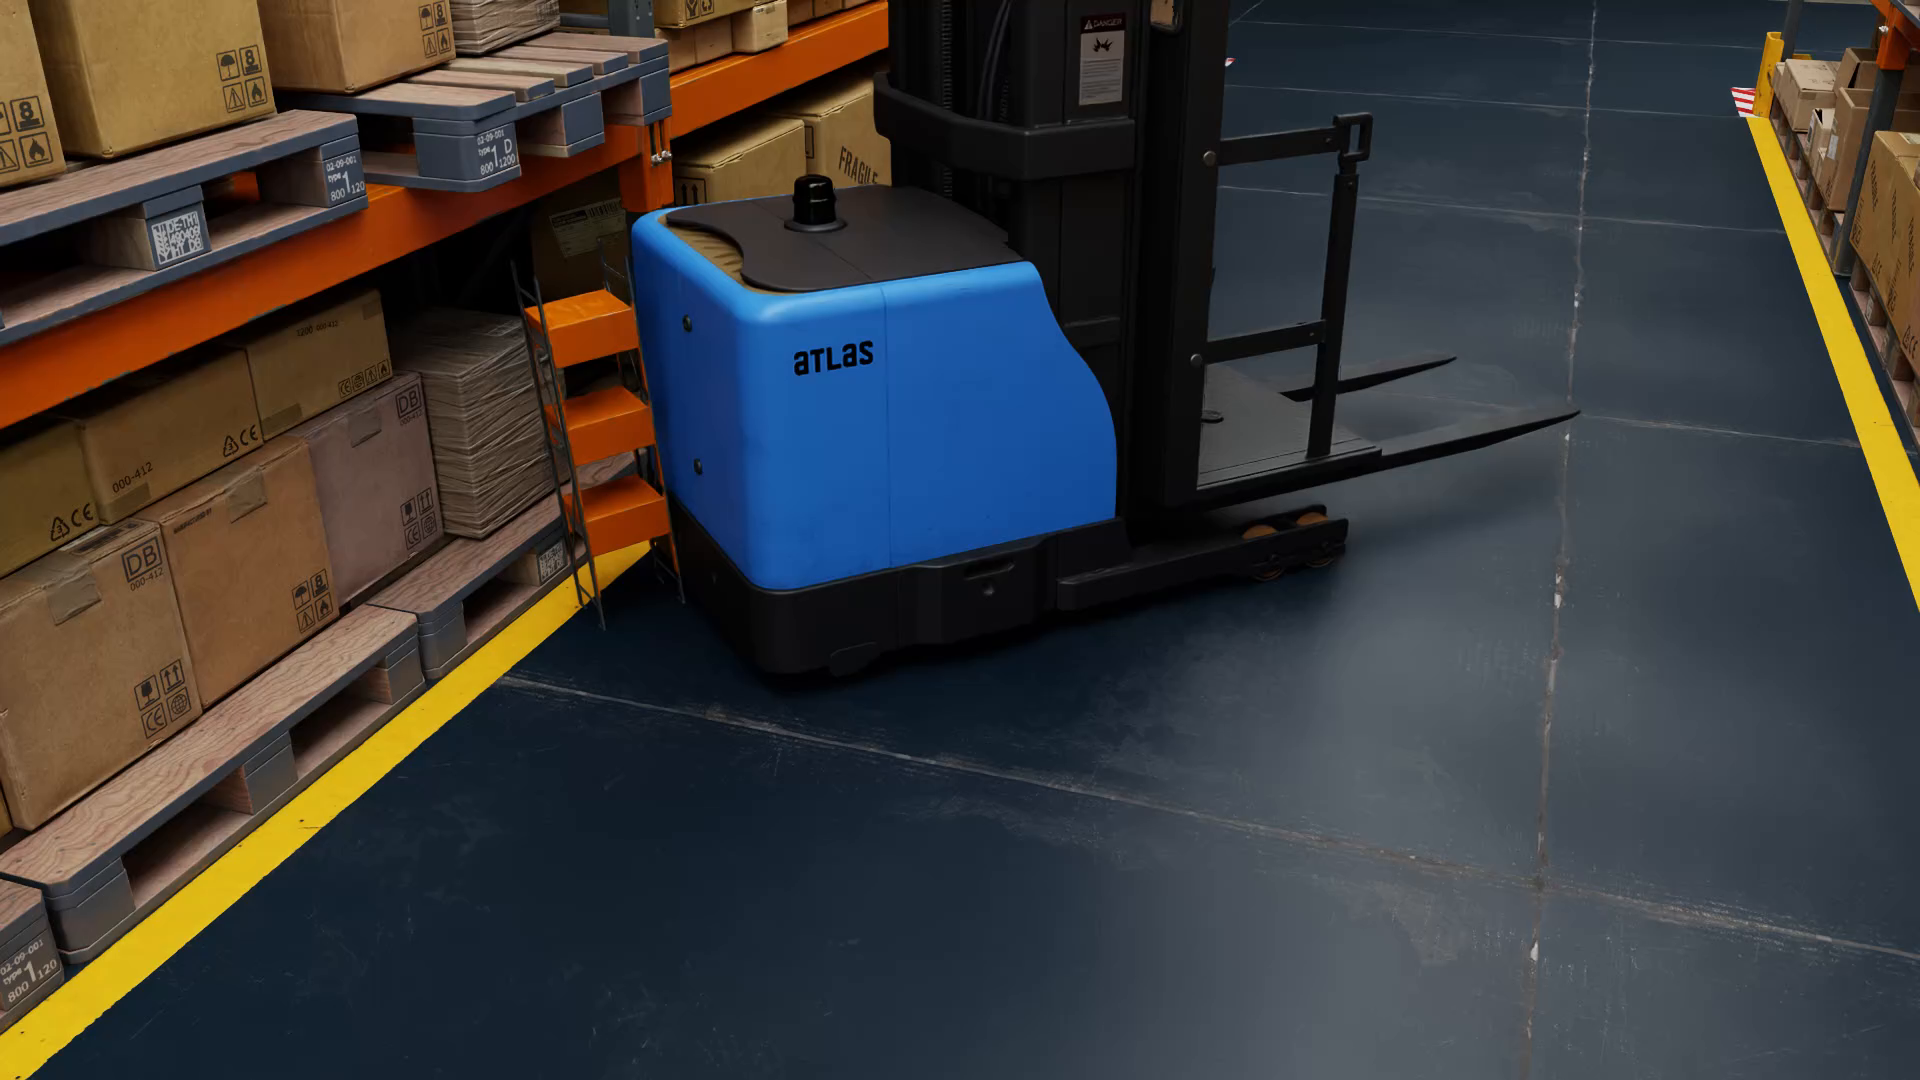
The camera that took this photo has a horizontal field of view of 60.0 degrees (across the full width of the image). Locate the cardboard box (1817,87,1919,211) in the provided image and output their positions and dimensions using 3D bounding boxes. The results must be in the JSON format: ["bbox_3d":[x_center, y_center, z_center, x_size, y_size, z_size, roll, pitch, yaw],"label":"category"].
[{"bbox_3d":[4.511,-1.883,8.061,0.500,0.500,0.500,9,27,17],"label":"cardboard box"}]

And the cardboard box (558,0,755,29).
[{"bbox_3d":[-1.012,-1.959,5.374,0.500,0.500,0.500,10,27,19],"label":"cardboard box"}]

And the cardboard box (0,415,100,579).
[{"bbox_3d":[-2.204,-0.076,3.467,0.500,0.250,0.500,8,27,16],"label":"cardboard box"}]

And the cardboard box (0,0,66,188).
[{"bbox_3d":[-2.162,-0.915,3.079,0.700,0.500,0.500,13,29,24],"label":"cardboard box"}]

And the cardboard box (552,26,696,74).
[{"bbox_3d":[-1.087,-1.606,5.390,0.380,0.149,0.250,8,27,17],"label":"cardboard box"}]

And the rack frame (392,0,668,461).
[{"bbox_3d":[-1.415,-1.608,5.129,1.000,3.000,0.127,9,27,17],"label":"rack frame"}]

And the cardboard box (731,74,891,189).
[{"bbox_3d":[-0.749,-1.472,6.833,0.750,0.750,0.750,9,27,17],"label":"cardboard box"}]

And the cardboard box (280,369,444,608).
[{"bbox_3d":[-1.886,-0.183,4.549,0.700,0.500,0.500,9,27,17],"label":"cardboard box"}]

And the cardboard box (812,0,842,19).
[{"bbox_3d":[-0.685,-2.139,6.490,0.380,0.149,0.250,9,27,18],"label":"cardboard box"}]

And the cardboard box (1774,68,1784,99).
[{"bbox_3d":[5.373,-2.877,10.496,0.380,0.166,0.250,9,27,17],"label":"cardboard box"}]

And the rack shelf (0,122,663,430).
[{"bbox_3d":[-2.080,-0.463,3.589,1.077,0.370,4.000,9,27,17],"label":"rack shelf"}]

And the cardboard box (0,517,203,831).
[{"bbox_3d":[-2.184,0.234,3.688,0.700,0.500,0.500,9,27,18],"label":"cardboard box"}]

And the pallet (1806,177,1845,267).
[{"bbox_3d":[4.818,-1.562,8.234,1.003,0.211,1.213,9,27,17],"label":"pallet"}]

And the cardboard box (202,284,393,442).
[{"bbox_3d":[-1.854,-0.490,4.323,0.500,0.250,0.500,9,27,18],"label":"cardboard box"}]

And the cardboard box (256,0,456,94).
[{"bbox_3d":[-1.722,-1.423,4.127,0.700,0.500,0.500,6,27,13],"label":"cardboard box"}]

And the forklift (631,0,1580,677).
[{"bbox_3d":[0.608,-1.388,4.754,3.031,2.935,1.130,-12,28,-24],"label":"forklift"}]

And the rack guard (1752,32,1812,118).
[{"bbox_3d":[5.895,-3.023,10.919,1.175,0.500,0.348,9,27,17],"label":"rack guard"}]

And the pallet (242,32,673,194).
[{"bbox_3d":[-1.552,-1.214,4.535,1.213,0.211,1.003,9,27,17],"label":"pallet"}]

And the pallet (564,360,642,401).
[{"bbox_3d":[-1.081,-0.666,6.384,1.003,0.211,1.213,9,27,17],"label":"pallet"}]

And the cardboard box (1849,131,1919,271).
[{"bbox_3d":[4.198,-1.445,7.155,0.500,0.500,0.500,8,27,15],"label":"cardboard box"}]

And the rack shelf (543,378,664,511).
[{"bbox_3d":[-0.990,-0.267,4.601,0.240,0.259,0.215,-19,32,-26],"label":"rack shelf"}]

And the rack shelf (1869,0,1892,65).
[{"bbox_3d":[5.254,-3.033,8.898,1.077,0.370,4.000,9,27,17],"label":"rack shelf"}]

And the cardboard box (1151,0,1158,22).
[{"bbox_3d":[0.942,-3.452,11.324,0.700,0.500,0.500,9,27,17],"label":"cardboard box"}]

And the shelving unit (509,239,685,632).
[{"bbox_3d":[-0.990,-0.276,4.596,0.252,1.050,0.215,-19,32,-26],"label":"shelving unit"}]

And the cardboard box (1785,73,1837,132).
[{"bbox_3d":[5.139,-2.546,9.717,0.500,0.250,0.500,9,27,17],"label":"cardboard box"}]

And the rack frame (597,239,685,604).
[{"bbox_3d":[-0.887,-0.313,4.650,0.008,1.050,0.200,-19,32,-26],"label":"rack frame"}]

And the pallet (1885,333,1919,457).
[{"bbox_3d":[3.949,-0.437,5.911,1.003,0.211,1.213,9,27,17],"label":"pallet"}]

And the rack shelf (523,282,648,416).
[{"bbox_3d":[-1.009,-0.516,4.467,0.240,0.259,0.215,-19,32,-26],"label":"rack shelf"}]

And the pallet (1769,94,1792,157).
[{"bbox_3d":[5.630,-2.565,10.305,1.003,0.211,1.213,9,27,17],"label":"pallet"}]

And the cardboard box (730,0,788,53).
[{"bbox_3d":[-0.827,-1.805,5.801,0.380,0.149,0.250,10,27,19],"label":"cardboard box"}]

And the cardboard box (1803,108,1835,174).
[{"bbox_3d":[4.760,-2.107,8.739,0.500,0.311,0.500,9,27,17],"label":"cardboard box"}]

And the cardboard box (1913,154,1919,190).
[{"bbox_3d":[3.865,-1.371,6.143,0.500,0.250,0.500,9,27,18],"label":"cardboard box"}]

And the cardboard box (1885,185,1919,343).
[{"bbox_3d":[3.858,-1.020,6.277,0.500,0.500,0.500,9,27,18],"label":"cardboard box"}]

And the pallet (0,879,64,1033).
[{"bbox_3d":[-2.488,0.970,3.003,1.003,0.211,1.213,9,27,17],"label":"pallet"}]
